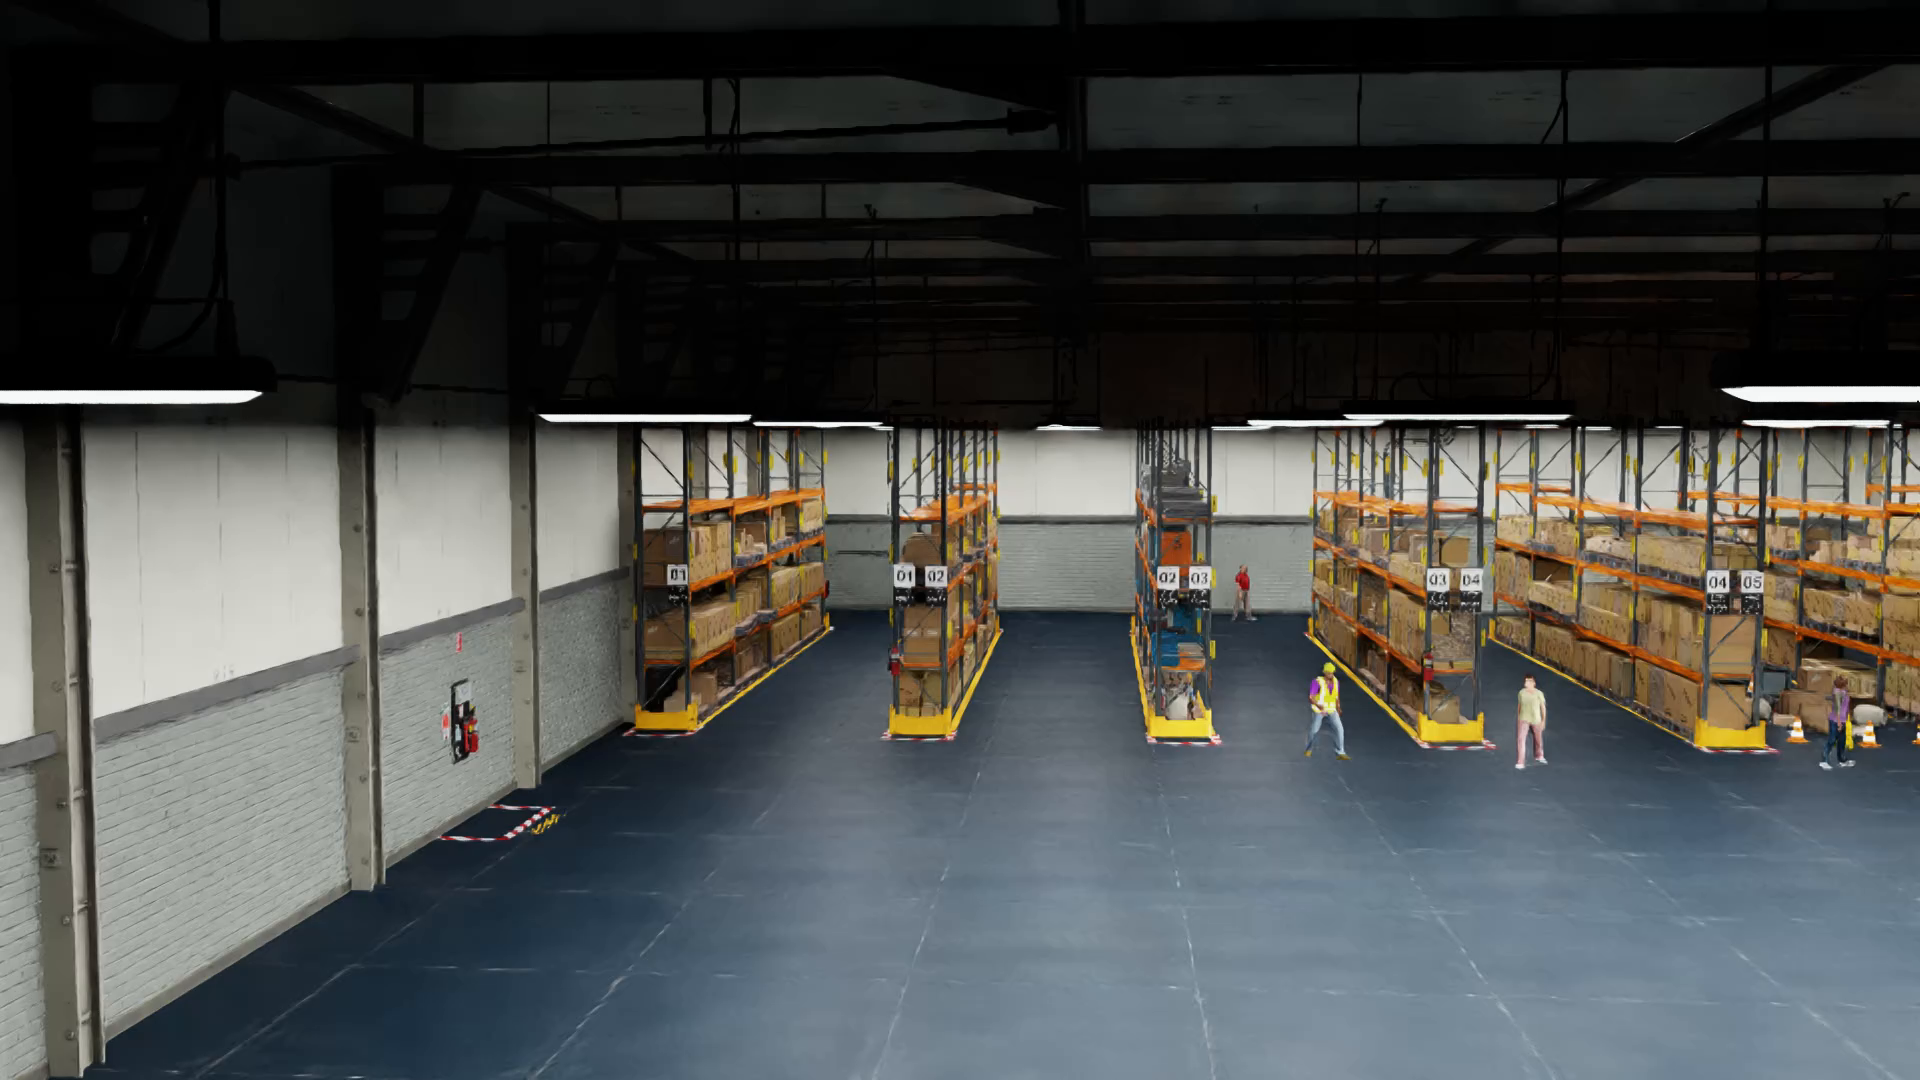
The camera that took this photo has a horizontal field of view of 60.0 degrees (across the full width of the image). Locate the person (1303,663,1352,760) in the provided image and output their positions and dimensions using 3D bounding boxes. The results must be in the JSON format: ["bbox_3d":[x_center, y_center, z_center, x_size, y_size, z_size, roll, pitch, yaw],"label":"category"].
[{"bbox_3d":[6.371,2.971,29.045,0.708,1.703,0.842,-1,4,-12],"label":"person"}]

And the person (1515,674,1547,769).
[{"bbox_3d":[9.730,3.067,28.320,0.483,1.610,0.954,2,4,25],"label":"person"}]

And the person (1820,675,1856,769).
[{"bbox_3d":[14.922,3.071,28.232,0.495,1.588,0.623,3,5,37],"label":"person"}]

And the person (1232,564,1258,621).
[{"bbox_3d":[8.566,1.576,50.214,0.587,1.719,0.772,4,5,43],"label":"person"}]
